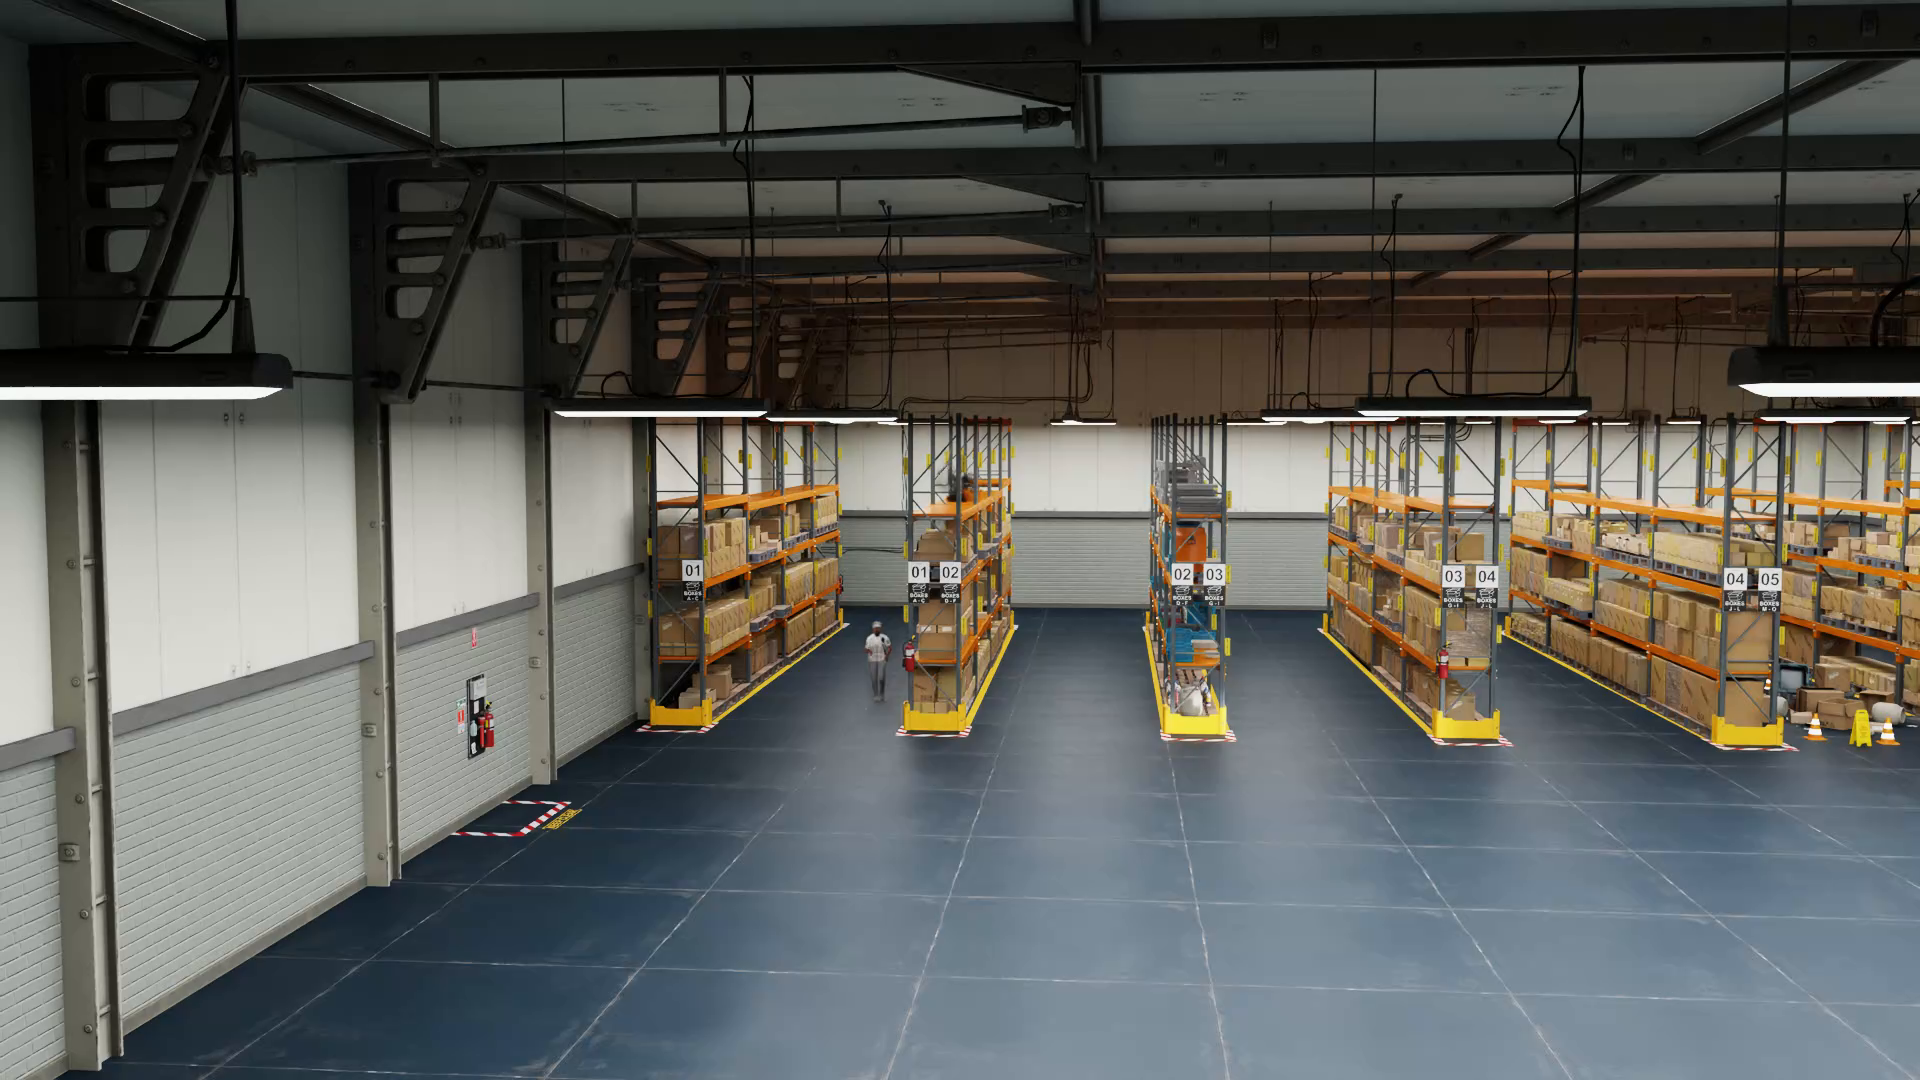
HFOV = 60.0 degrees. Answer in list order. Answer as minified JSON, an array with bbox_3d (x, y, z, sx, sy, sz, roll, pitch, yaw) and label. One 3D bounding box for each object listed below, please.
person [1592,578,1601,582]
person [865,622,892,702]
[{"bbox_3d":[17.358,1.843,45.382,0.624,1.689,0.743,0,4,-6],"label":"person"},{"bbox_3d":[-1.705,2.532,34.514,0.560,1.685,0.605,0,4,2],"label":"person"}]
